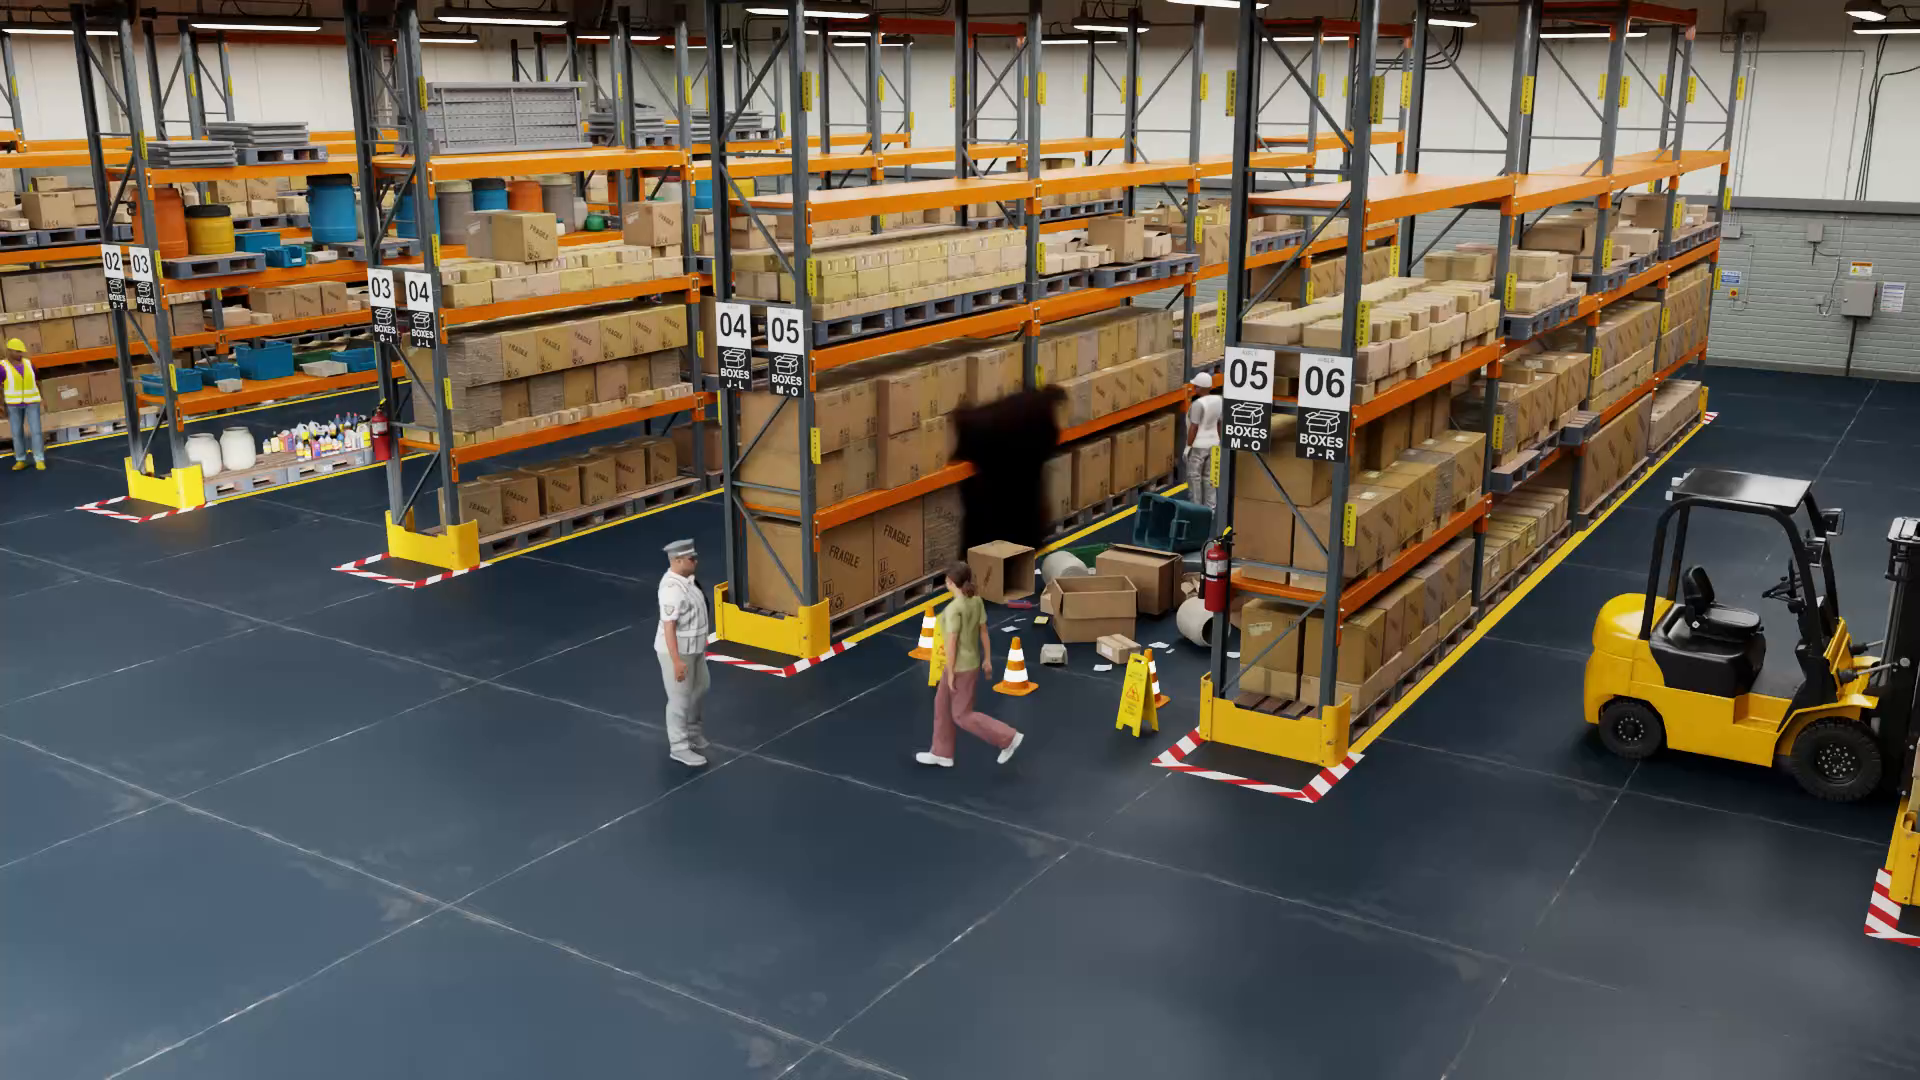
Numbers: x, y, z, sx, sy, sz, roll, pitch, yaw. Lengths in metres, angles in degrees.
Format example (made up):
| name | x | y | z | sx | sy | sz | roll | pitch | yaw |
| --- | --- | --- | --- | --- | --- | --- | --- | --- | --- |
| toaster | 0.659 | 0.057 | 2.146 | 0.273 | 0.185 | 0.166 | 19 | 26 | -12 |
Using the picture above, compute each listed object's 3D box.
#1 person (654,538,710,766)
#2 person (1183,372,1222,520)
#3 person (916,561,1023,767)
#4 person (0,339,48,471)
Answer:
| name | x | y | z | sx | sy | sz | roll | pitch | yaw |
| --- | --- | --- | --- | --- | --- | --- | --- | --- | --- |
| person | -2.157 | 0.894 | 12.903 | 0.400 | 1.850 | 0.605 | 2 | 16 | 6 |
| person | 2.898 | -1.114 | 19.889 | 0.641 | 1.796 | 0.388 | -15 | 21 | -42 |
| person | 0.070 | 0.964 | 12.638 | 0.821 | 1.652 | 0.447 | -1 | 16 | -2 |
| person | -12.719 | -1.818 | 22.519 | 0.618 | 1.807 | 0.551 | -8 | 17 | -26 |
